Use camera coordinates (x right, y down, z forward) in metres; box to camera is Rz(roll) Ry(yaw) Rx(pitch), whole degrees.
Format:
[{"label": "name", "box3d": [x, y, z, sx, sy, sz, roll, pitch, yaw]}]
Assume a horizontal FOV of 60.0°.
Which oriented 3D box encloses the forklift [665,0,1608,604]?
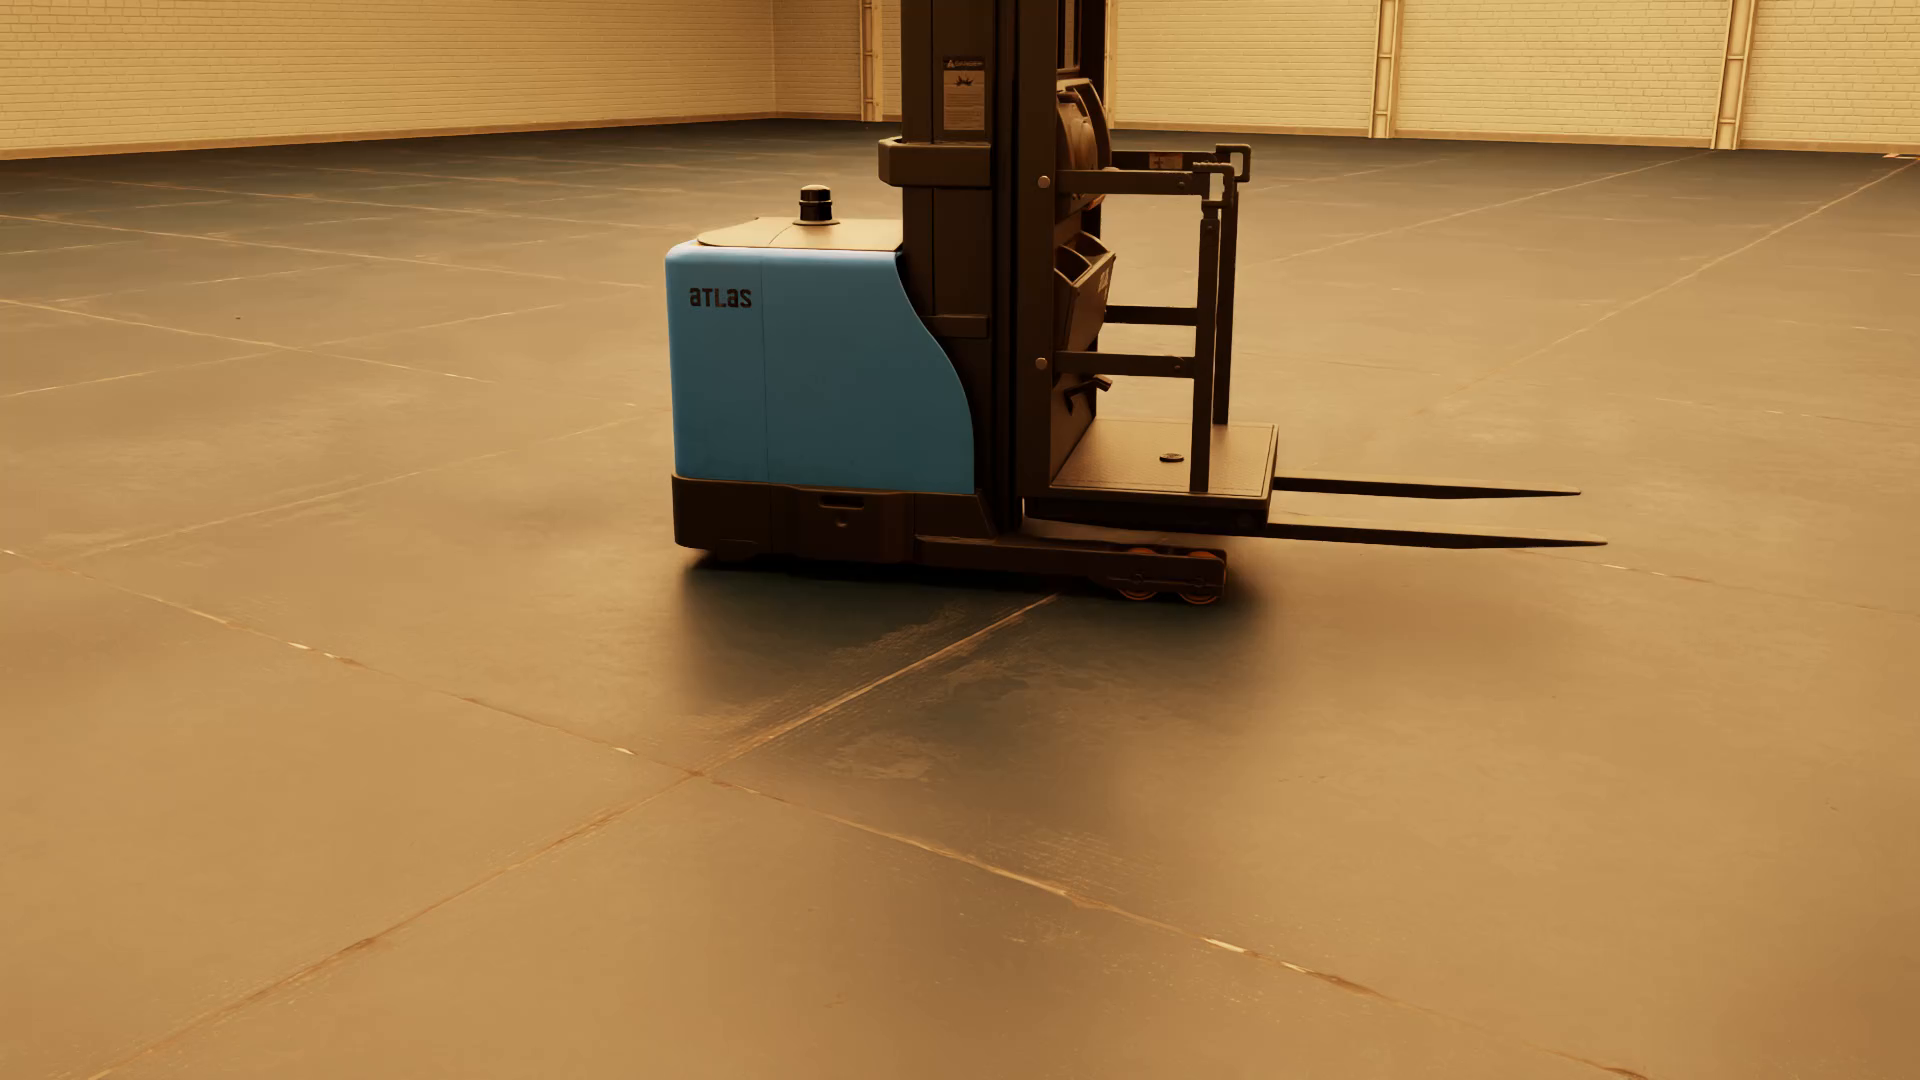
[{"label": "forklift", "box3d": [0.595, -1.367, 5.404, 3.031, 2.935, 1.130, 4, 17, 12]}]
